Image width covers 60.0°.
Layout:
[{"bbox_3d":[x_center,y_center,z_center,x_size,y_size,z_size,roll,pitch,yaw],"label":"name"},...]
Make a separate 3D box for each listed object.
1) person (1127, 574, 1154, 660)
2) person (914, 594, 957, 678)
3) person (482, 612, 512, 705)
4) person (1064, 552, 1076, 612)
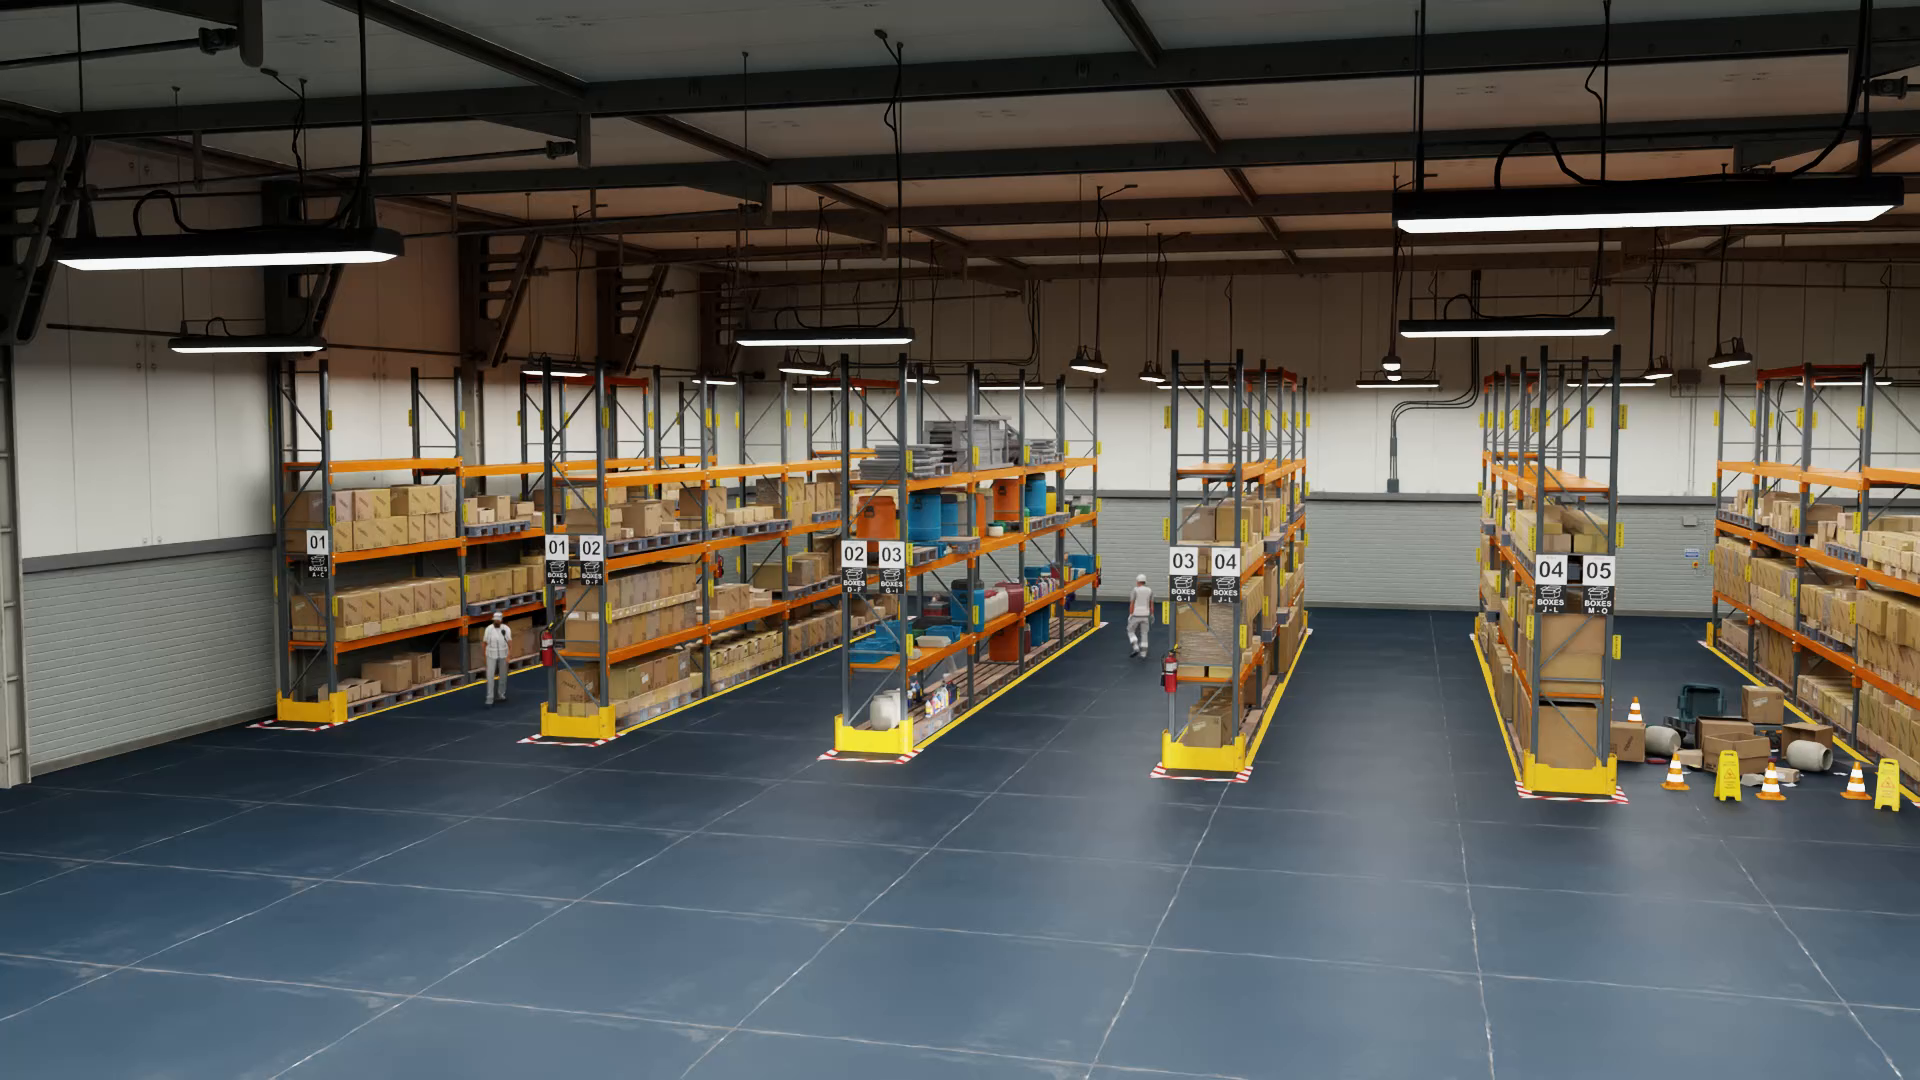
[{"bbox_3d":[3.791,1.607,34.792,0.602,1.791,0.467,-1,4,-16],"label":"person"},{"bbox_3d":[-0.484,1.852,32.195,0.908,1.637,0.472,0,4,1],"label":"person"},{"bbox_3d":[-8.166,2.065,29.327,0.525,1.607,0.991,-2,4,-21],"label":"person"},{"bbox_3d":[2.732,1.102,42.709,0.481,1.625,0.682,-3,5,-37],"label":"person"}]
